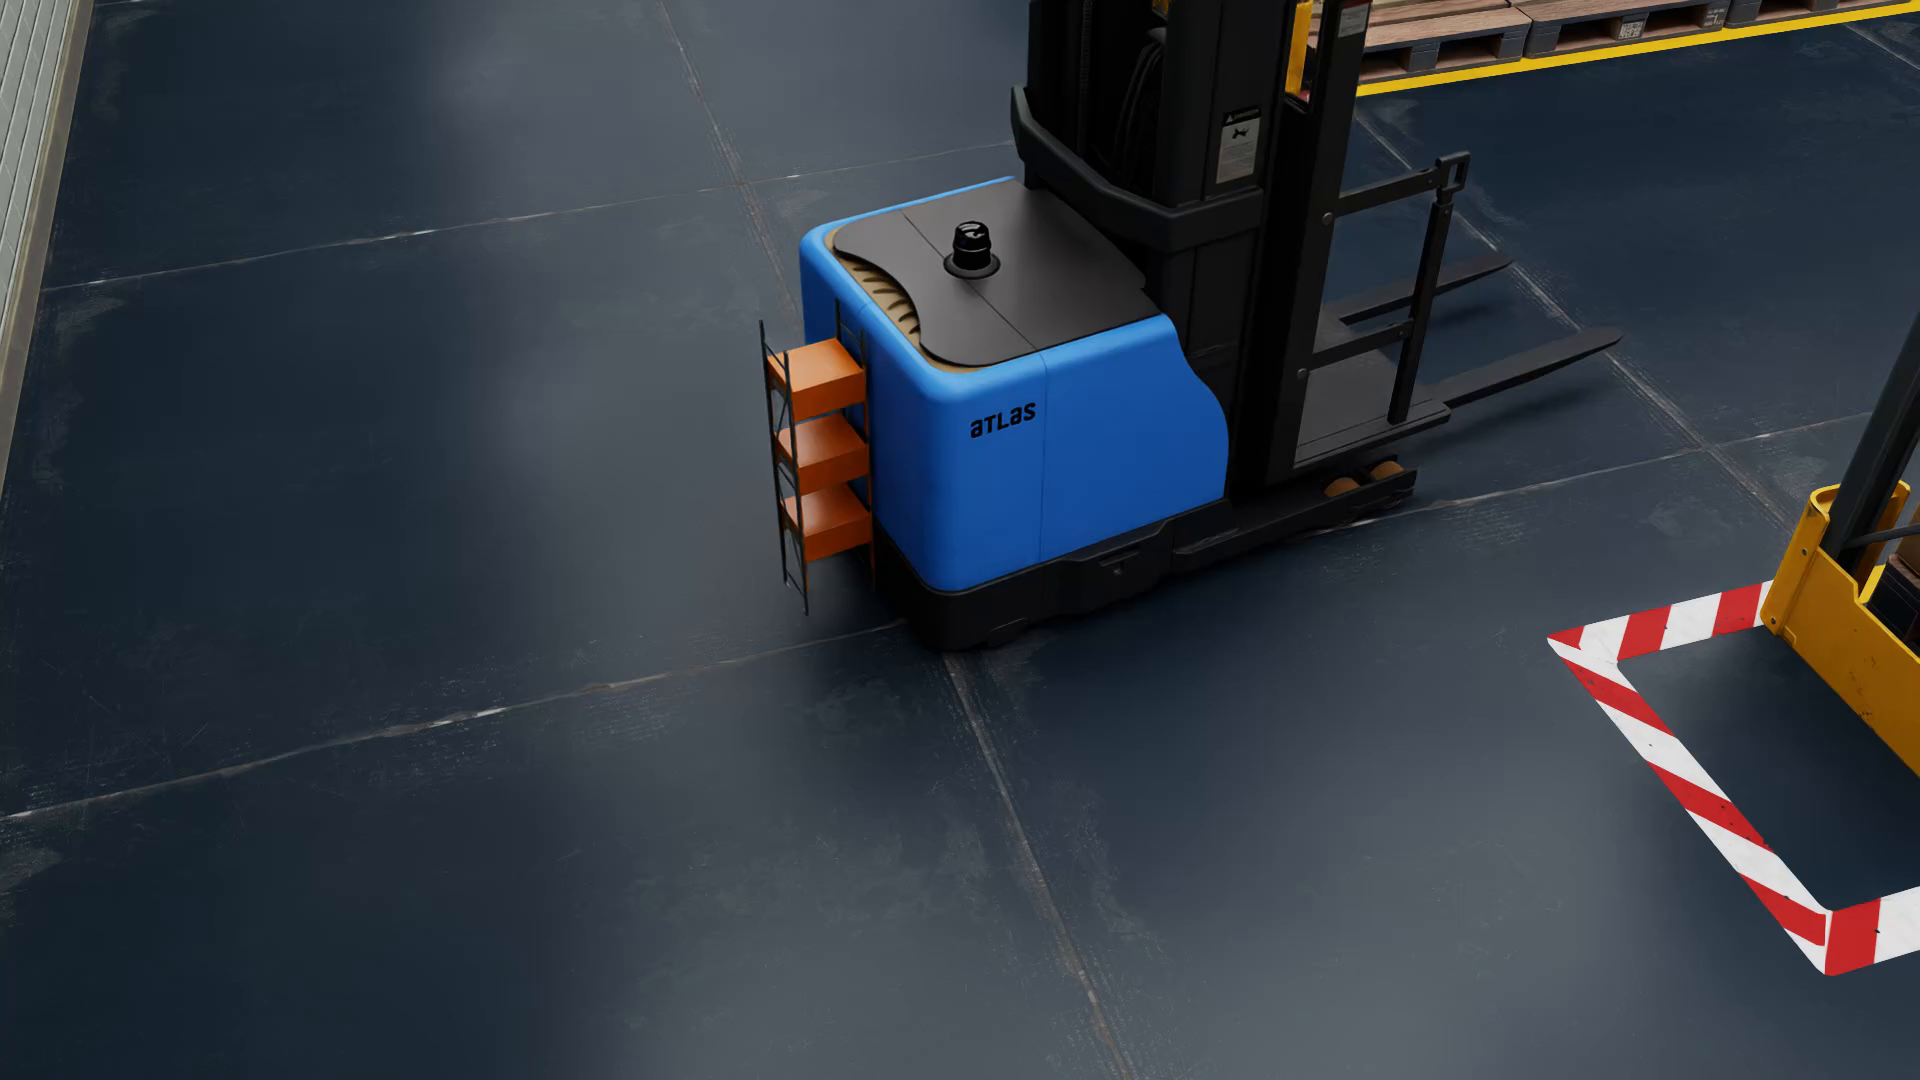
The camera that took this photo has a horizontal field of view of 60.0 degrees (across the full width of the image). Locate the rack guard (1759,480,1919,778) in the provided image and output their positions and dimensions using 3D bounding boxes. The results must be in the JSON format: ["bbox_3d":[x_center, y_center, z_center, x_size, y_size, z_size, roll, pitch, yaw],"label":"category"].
[{"bbox_3d":[2.948,0.376,4.940,0.348,0.500,1.175,-12,42,-13],"label":"rack guard"}]

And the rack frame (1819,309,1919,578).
[{"bbox_3d":[2.876,-0.551,4.100,0.127,3.000,1.000,-12,42,-13],"label":"rack frame"}]

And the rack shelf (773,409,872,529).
[{"bbox_3d":[-0.435,-0.228,5.229,0.240,0.259,0.215,-19,45,-21],"label":"rack shelf"}]

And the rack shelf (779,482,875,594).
[{"bbox_3d":[-0.435,-0.019,5.412,0.240,0.259,0.215,-19,45,-21],"label":"rack shelf"}]

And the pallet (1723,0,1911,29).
[{"bbox_3d":[4.517,-3.231,9.287,1.213,0.211,1.003,-12,42,-13],"label":"pallet"}]

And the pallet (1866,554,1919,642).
[{"bbox_3d":[3.708,0.327,5.216,1.213,0.211,1.003,-12,42,-13],"label":"pallet"}]

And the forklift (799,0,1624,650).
[{"bbox_3d":[1.024,-1.445,5.176,3.031,2.935,1.130,-19,45,-21],"label":"forklift"}]

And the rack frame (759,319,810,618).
[{"bbox_3d":[-0.543,-0.199,5.179,0.008,1.050,0.200,-19,45,-21],"label":"rack frame"}]

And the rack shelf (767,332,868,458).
[{"bbox_3d":[-0.435,-0.442,5.042,0.240,0.259,0.215,-19,45,-21],"label":"rack shelf"}]

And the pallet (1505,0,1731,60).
[{"bbox_3d":[3.351,-2.987,9.008,1.213,0.211,1.003,-12,42,-13],"label":"pallet"}]

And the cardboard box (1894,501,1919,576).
[{"bbox_3d":[3.320,-0.037,5.078,0.500,0.500,0.500,-12,42,-13],"label":"cardboard box"}]

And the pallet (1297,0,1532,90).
[{"bbox_3d":[2.190,-2.748,8.735,1.213,0.211,1.003,-12,42,-13],"label":"pallet"}]

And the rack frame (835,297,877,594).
[{"bbox_3d":[-0.327,-0.273,5.265,0.008,1.050,0.200,-19,45,-21],"label":"rack frame"}]

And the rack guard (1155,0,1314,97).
[{"bbox_3d":[1.372,-2.706,8.467,0.348,0.500,1.175,-12,42,-13],"label":"rack guard"}]

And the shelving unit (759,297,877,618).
[{"bbox_3d":[-0.435,-0.236,5.222,0.252,1.050,0.215,-19,45,-21],"label":"shelving unit"}]
